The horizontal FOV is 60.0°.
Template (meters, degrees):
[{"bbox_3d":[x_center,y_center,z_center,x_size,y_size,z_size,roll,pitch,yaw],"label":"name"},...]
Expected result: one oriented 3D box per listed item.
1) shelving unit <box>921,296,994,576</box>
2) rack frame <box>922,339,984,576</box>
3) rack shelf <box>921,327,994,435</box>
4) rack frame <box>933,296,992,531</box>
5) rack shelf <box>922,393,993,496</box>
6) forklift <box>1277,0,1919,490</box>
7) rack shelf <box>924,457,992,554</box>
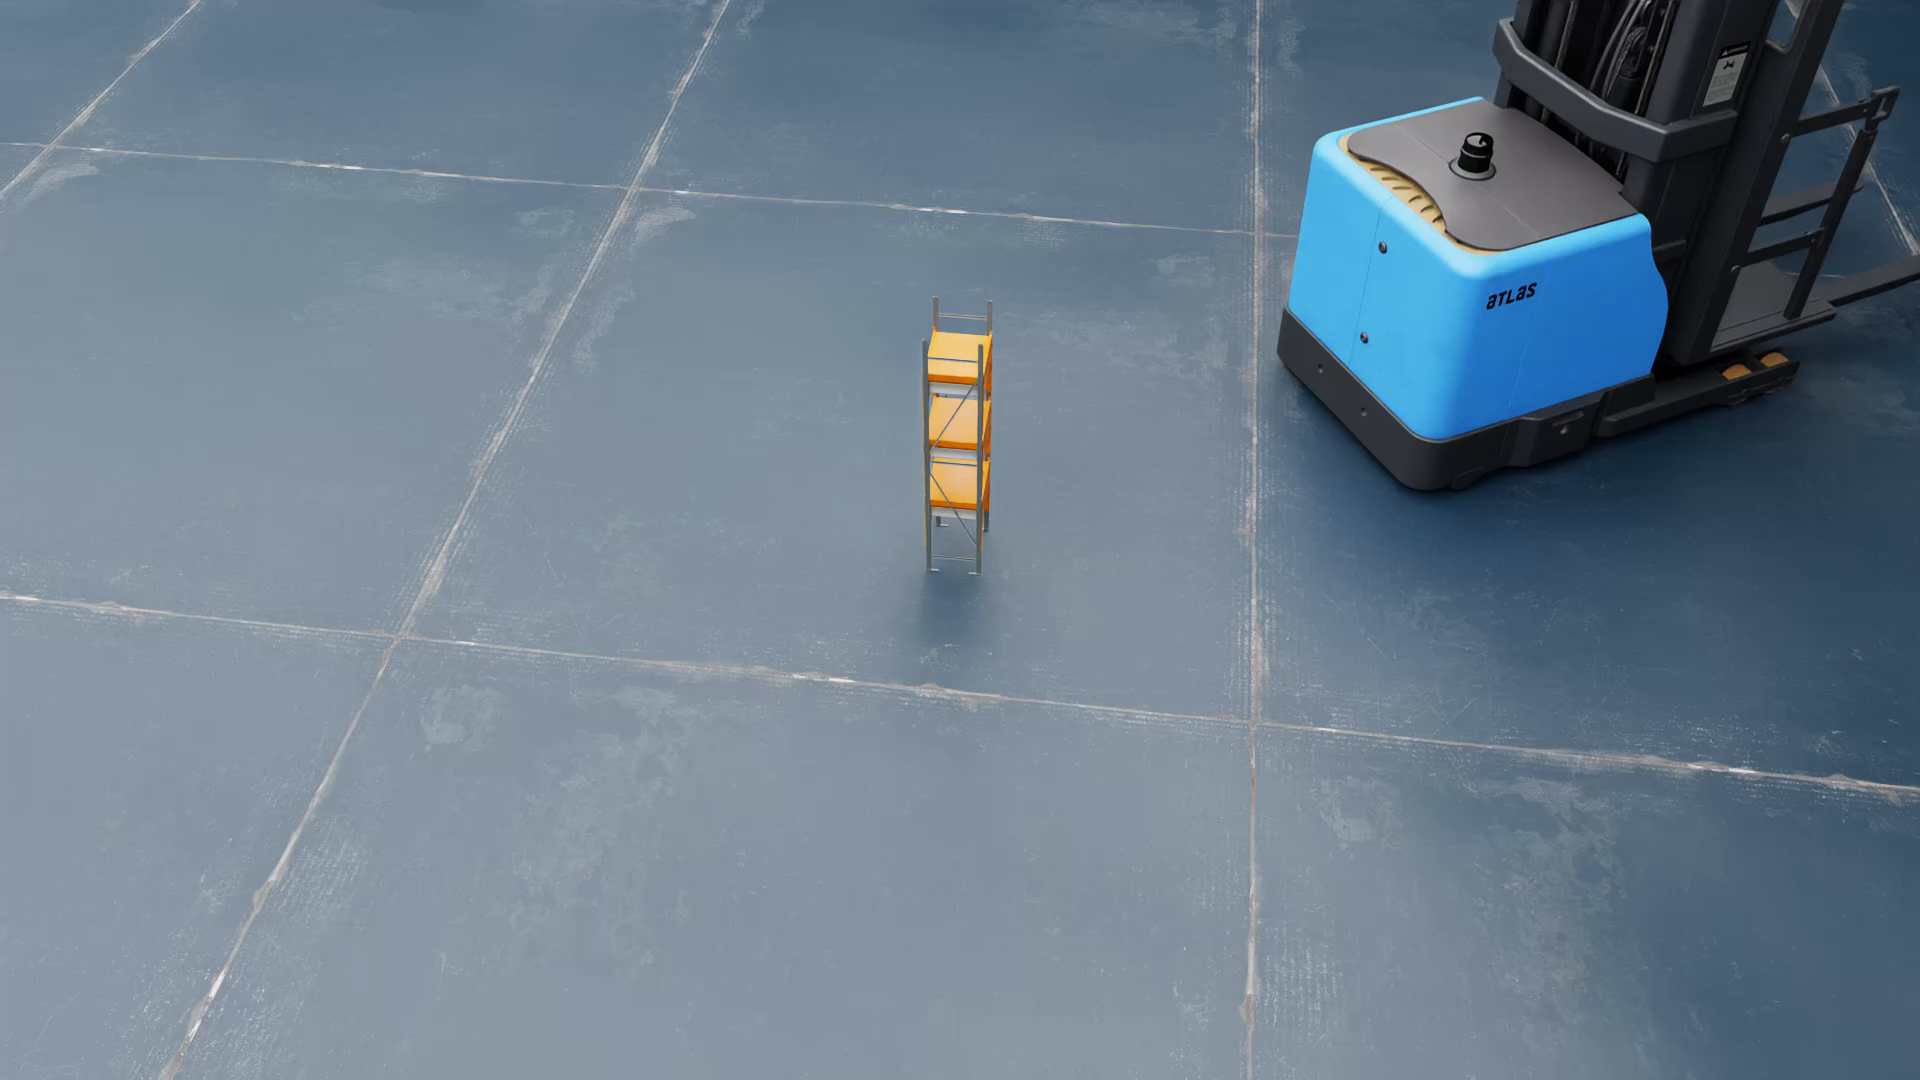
[{"bbox_3d":[-0.007,-0.345,5.851,0.215,1.050,0.252,5,44,6],"label":"shelving unit"},{"bbox_3d":[-0.023,-0.262,5.763,0.200,1.050,0.008,5,44,6],"label":"rack frame"},{"bbox_3d":[-0.007,-0.543,5.663,0.215,0.259,0.240,5,44,6],"label":"rack shelf"},{"bbox_3d":[0.009,-0.428,5.938,0.200,1.050,0.008,5,44,6],"label":"rack frame"},{"bbox_3d":[-0.007,-0.337,5.858,0.215,0.259,0.240,5,44,6],"label":"rack shelf"},{"bbox_3d":[2.891,-1.933,6.160,3.031,2.935,1.130,-17,46,-17],"label":"forklift"},{"bbox_3d":[-0.007,-0.135,6.049,0.215,0.259,0.240,5,44,6],"label":"rack shelf"}]
